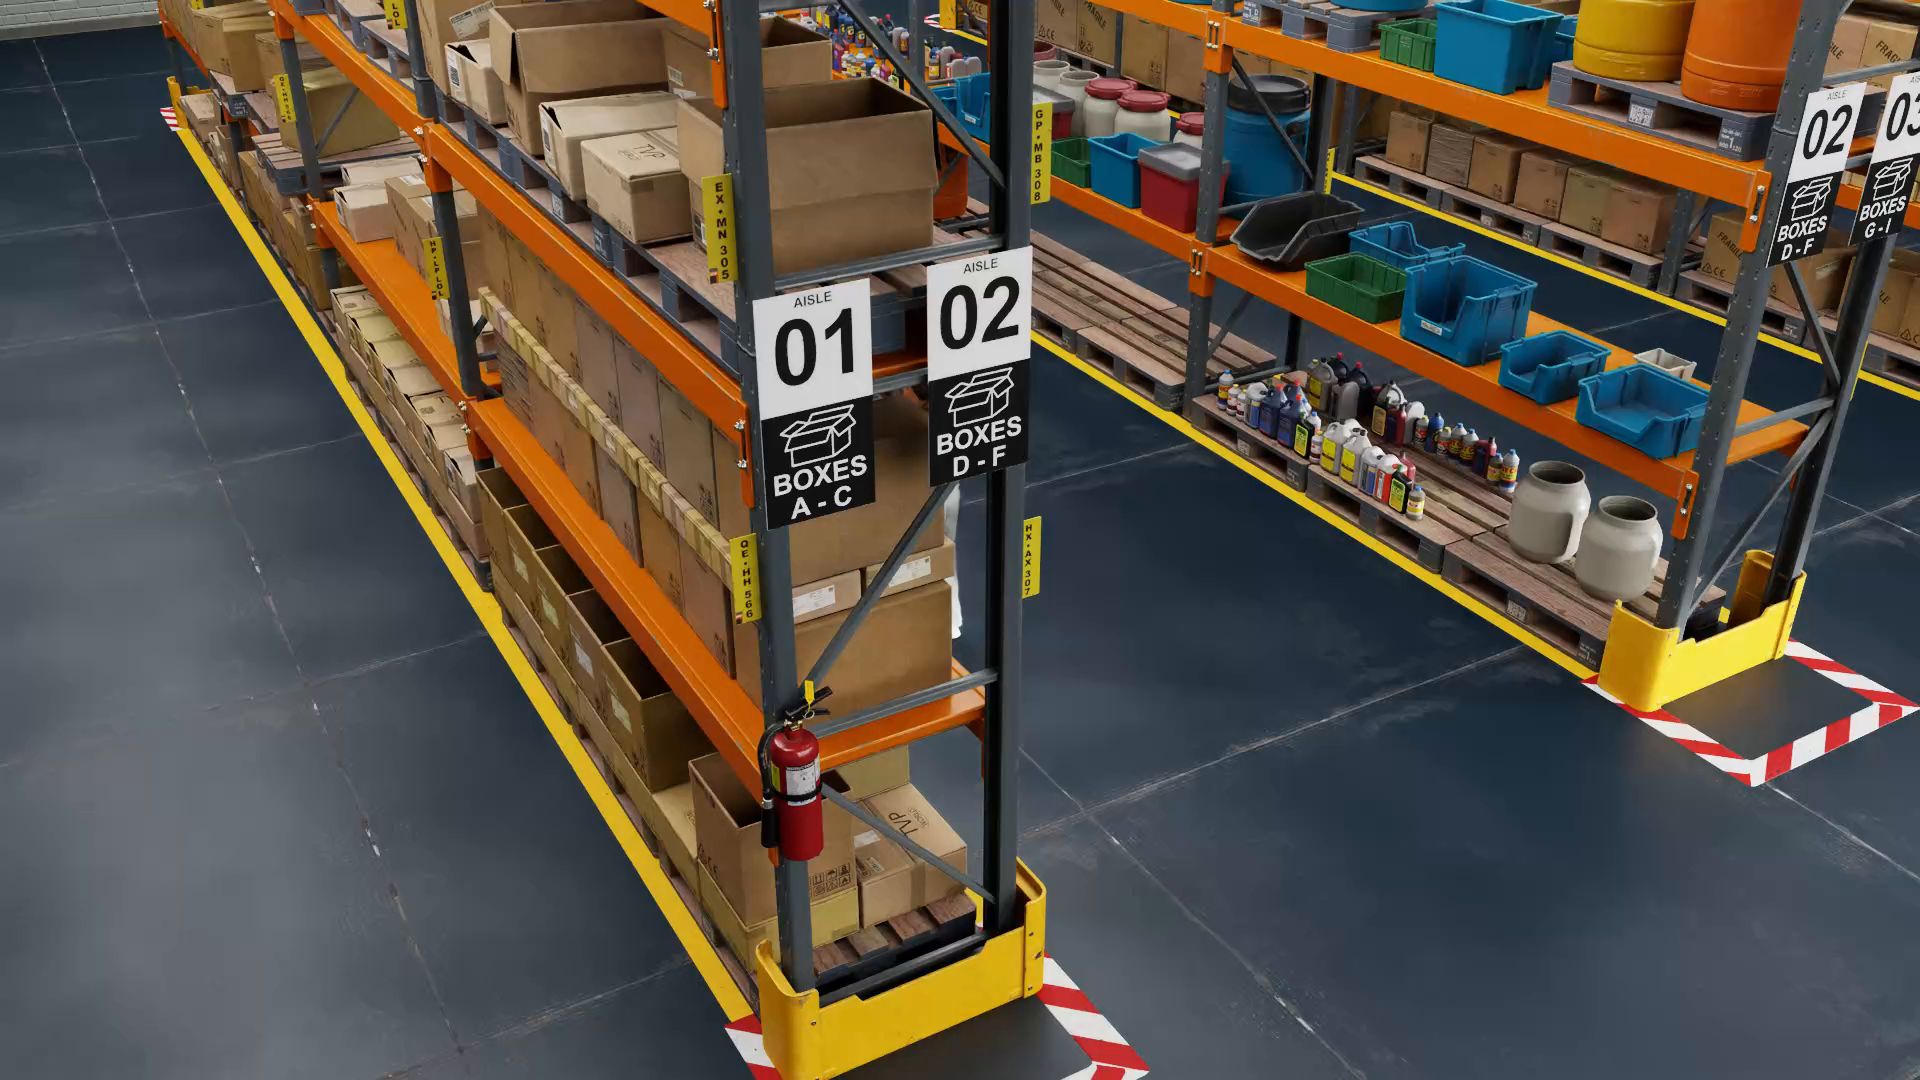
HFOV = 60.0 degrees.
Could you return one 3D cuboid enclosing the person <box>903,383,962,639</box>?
[{"bbox_3d":[-0.240,-0.217,8.992,0.411,1.639,0.501,-17,33,-28],"label":"person"}]
